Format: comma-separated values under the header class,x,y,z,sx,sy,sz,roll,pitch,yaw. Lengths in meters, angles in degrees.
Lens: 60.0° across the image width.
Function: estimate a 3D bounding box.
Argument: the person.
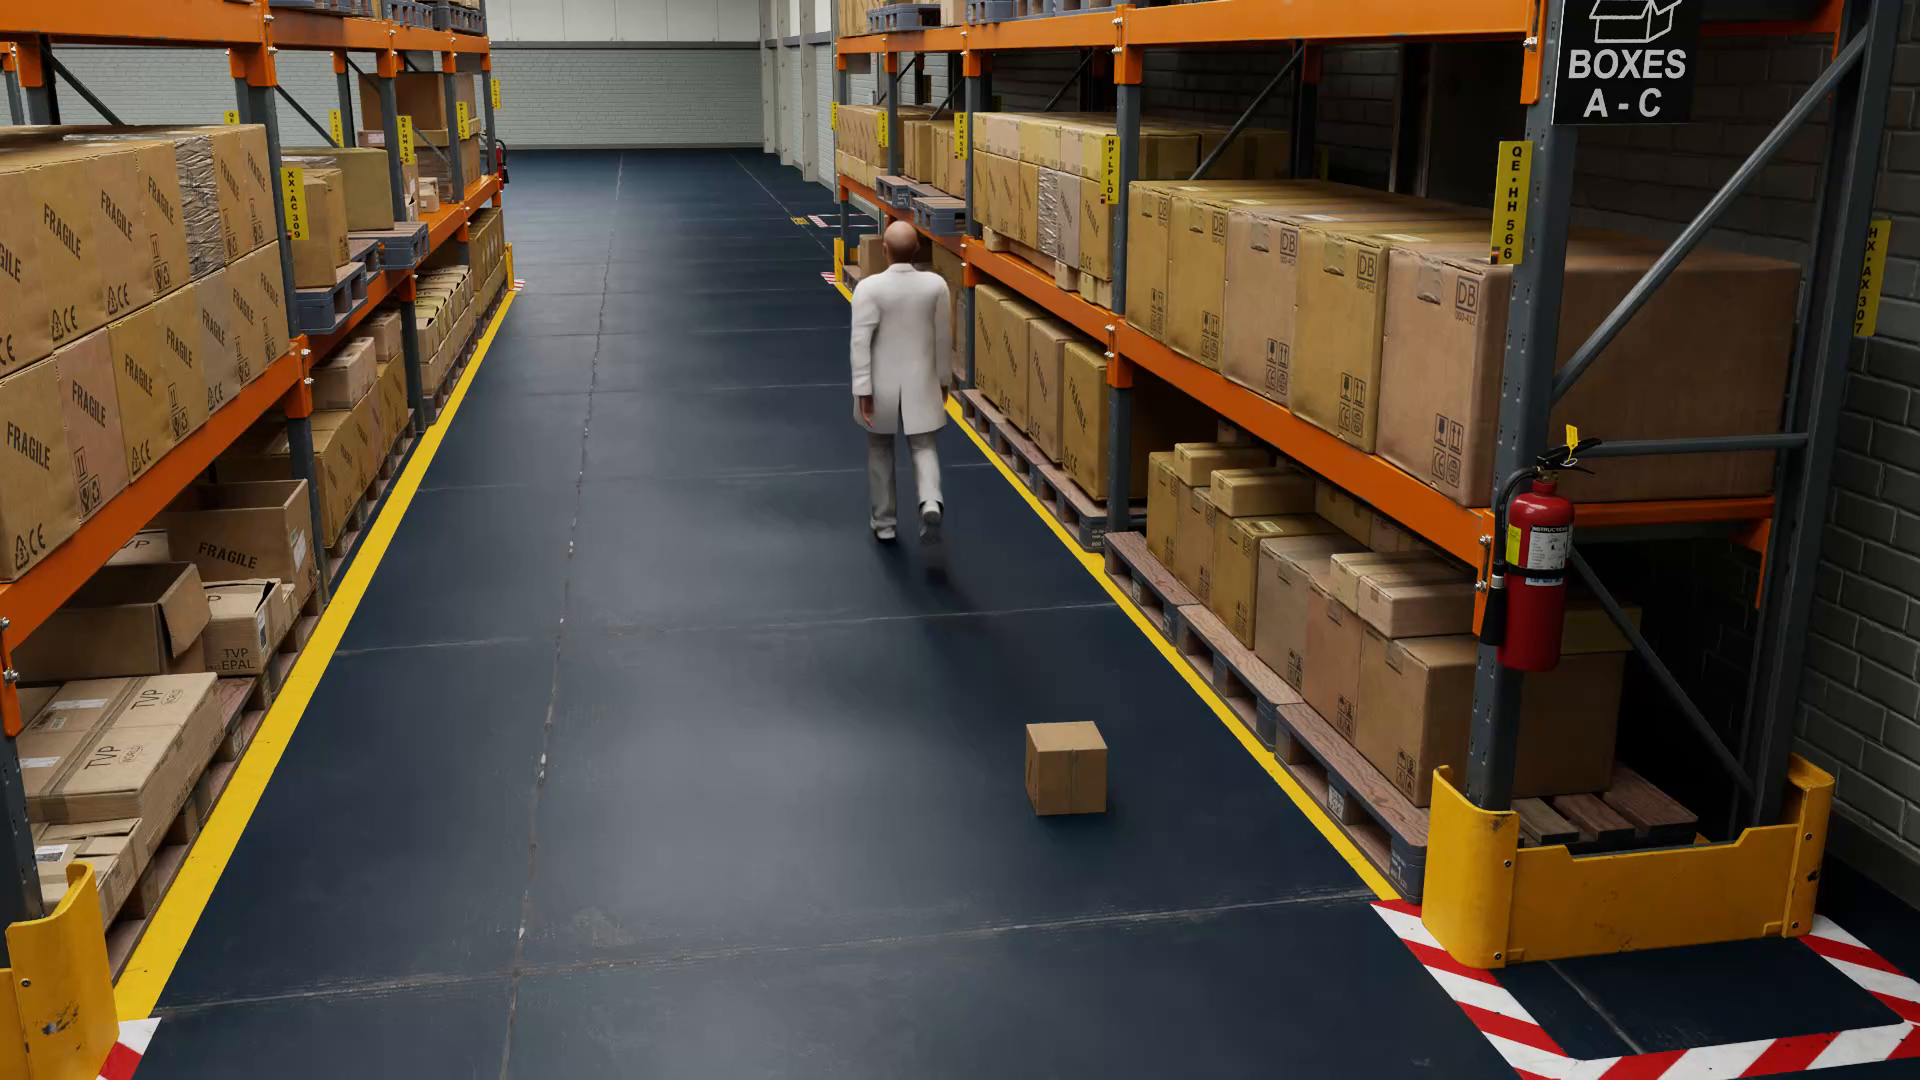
class,x,y,z,sx,sy,sz,roll,pitch,yaw
person,-0.305,-0.816,8.847,0.563,1.743,0.918,-2,16,-8
